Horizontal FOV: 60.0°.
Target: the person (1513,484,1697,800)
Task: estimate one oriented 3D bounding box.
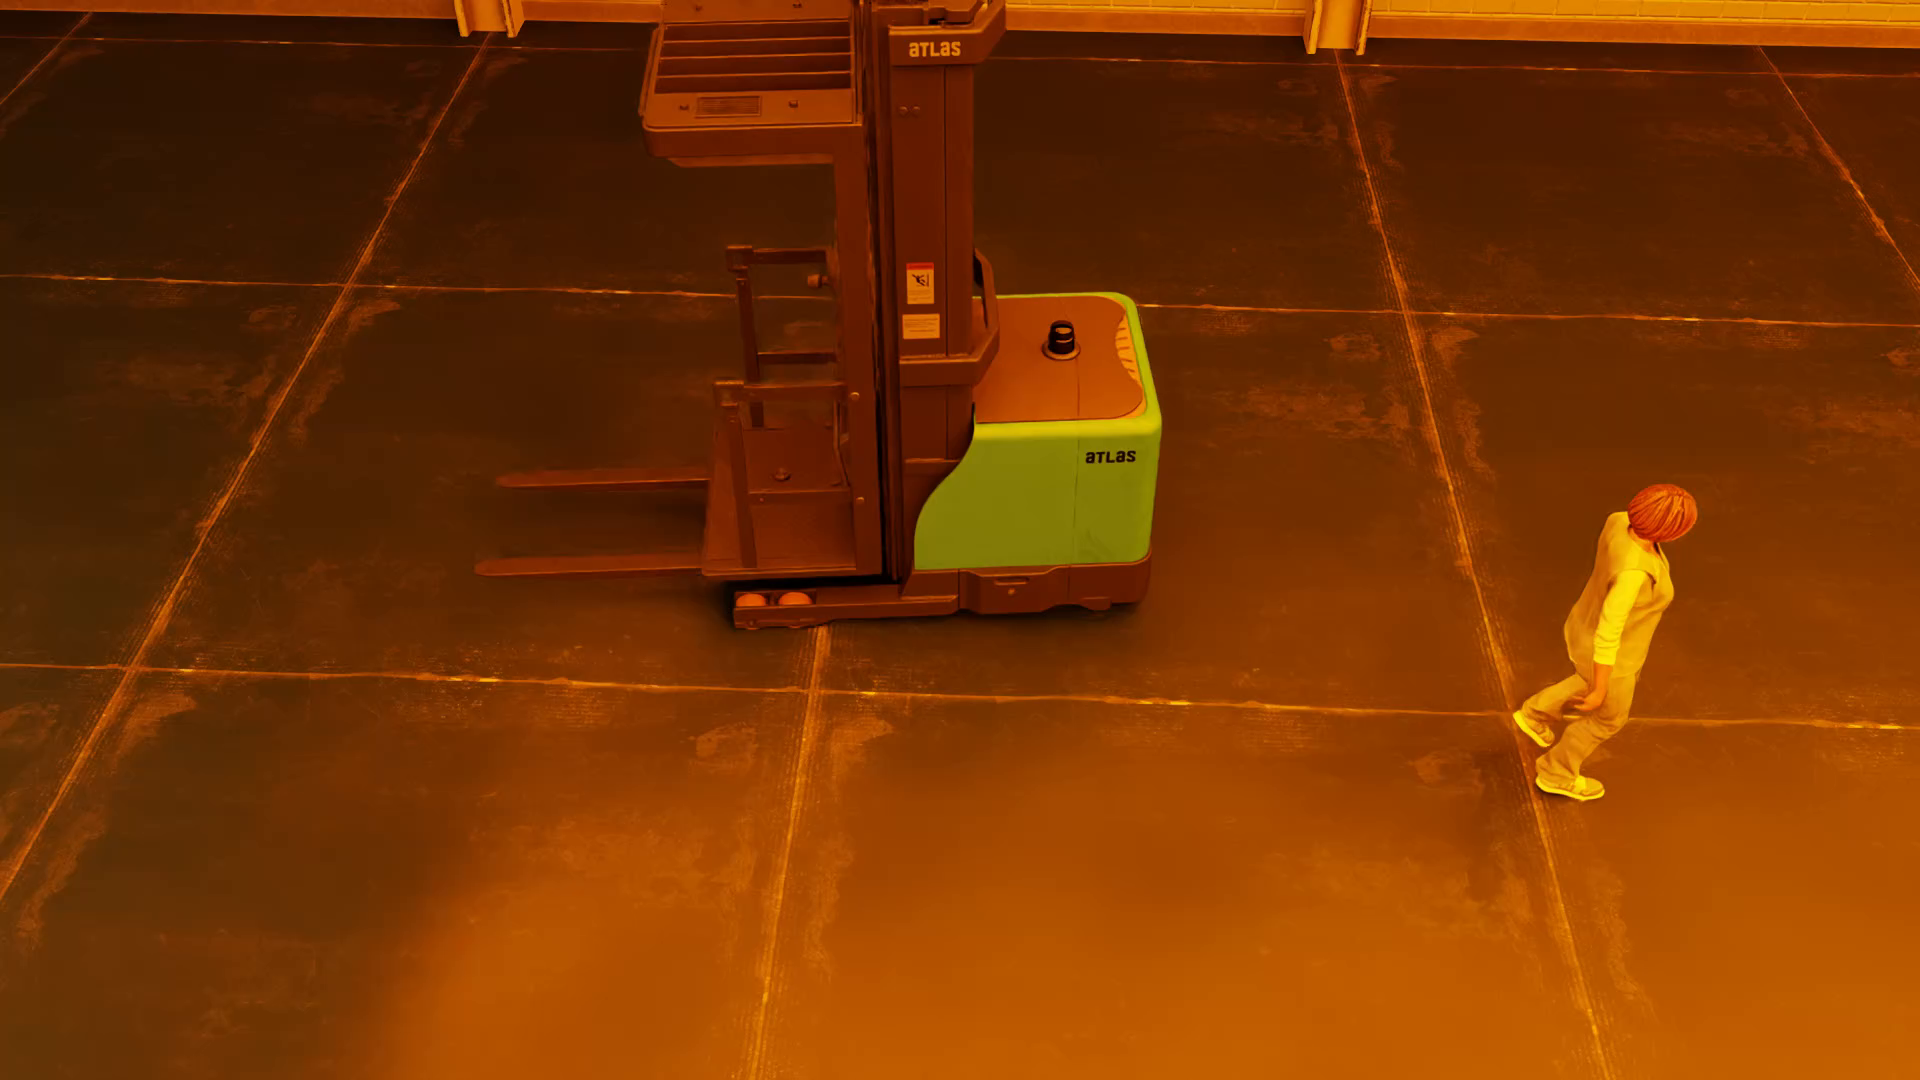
[{"bbox_3d":[2.460,0.394,6.318,0.433,1.577,0.582,5,43,6],"label":"person"}]

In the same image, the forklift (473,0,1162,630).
[{"bbox_3d":[-0.680,-1.048,6.890,3.031,2.935,1.130,-2,42,-2],"label":"forklift"}]
